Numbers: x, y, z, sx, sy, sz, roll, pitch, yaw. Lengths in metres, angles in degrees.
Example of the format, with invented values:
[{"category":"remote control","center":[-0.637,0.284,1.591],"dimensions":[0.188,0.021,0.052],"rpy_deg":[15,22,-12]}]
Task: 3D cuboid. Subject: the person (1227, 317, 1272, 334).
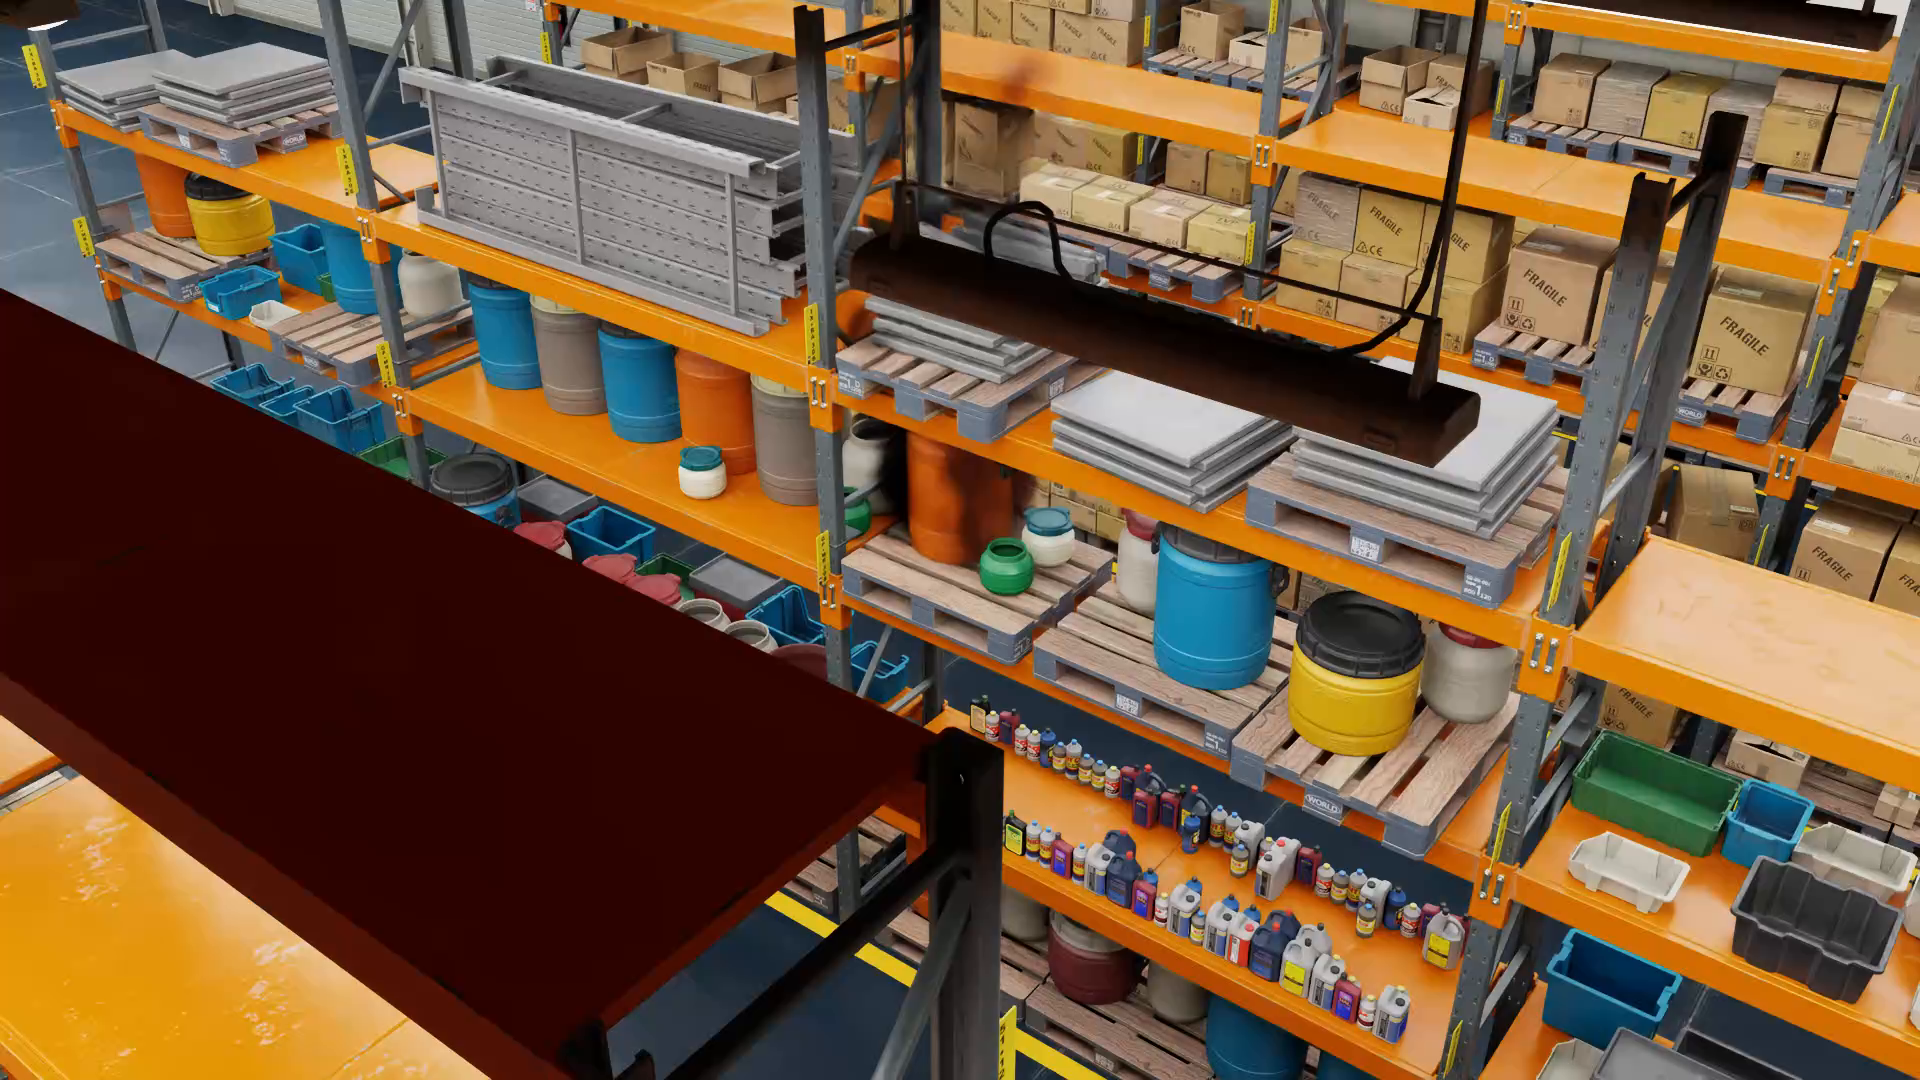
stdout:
[{"category":"person","center":[2.728,-1.700,16.437],"dimensions":[0.924,1.650,0.608],"rpy_deg":[15,34,23]}]
